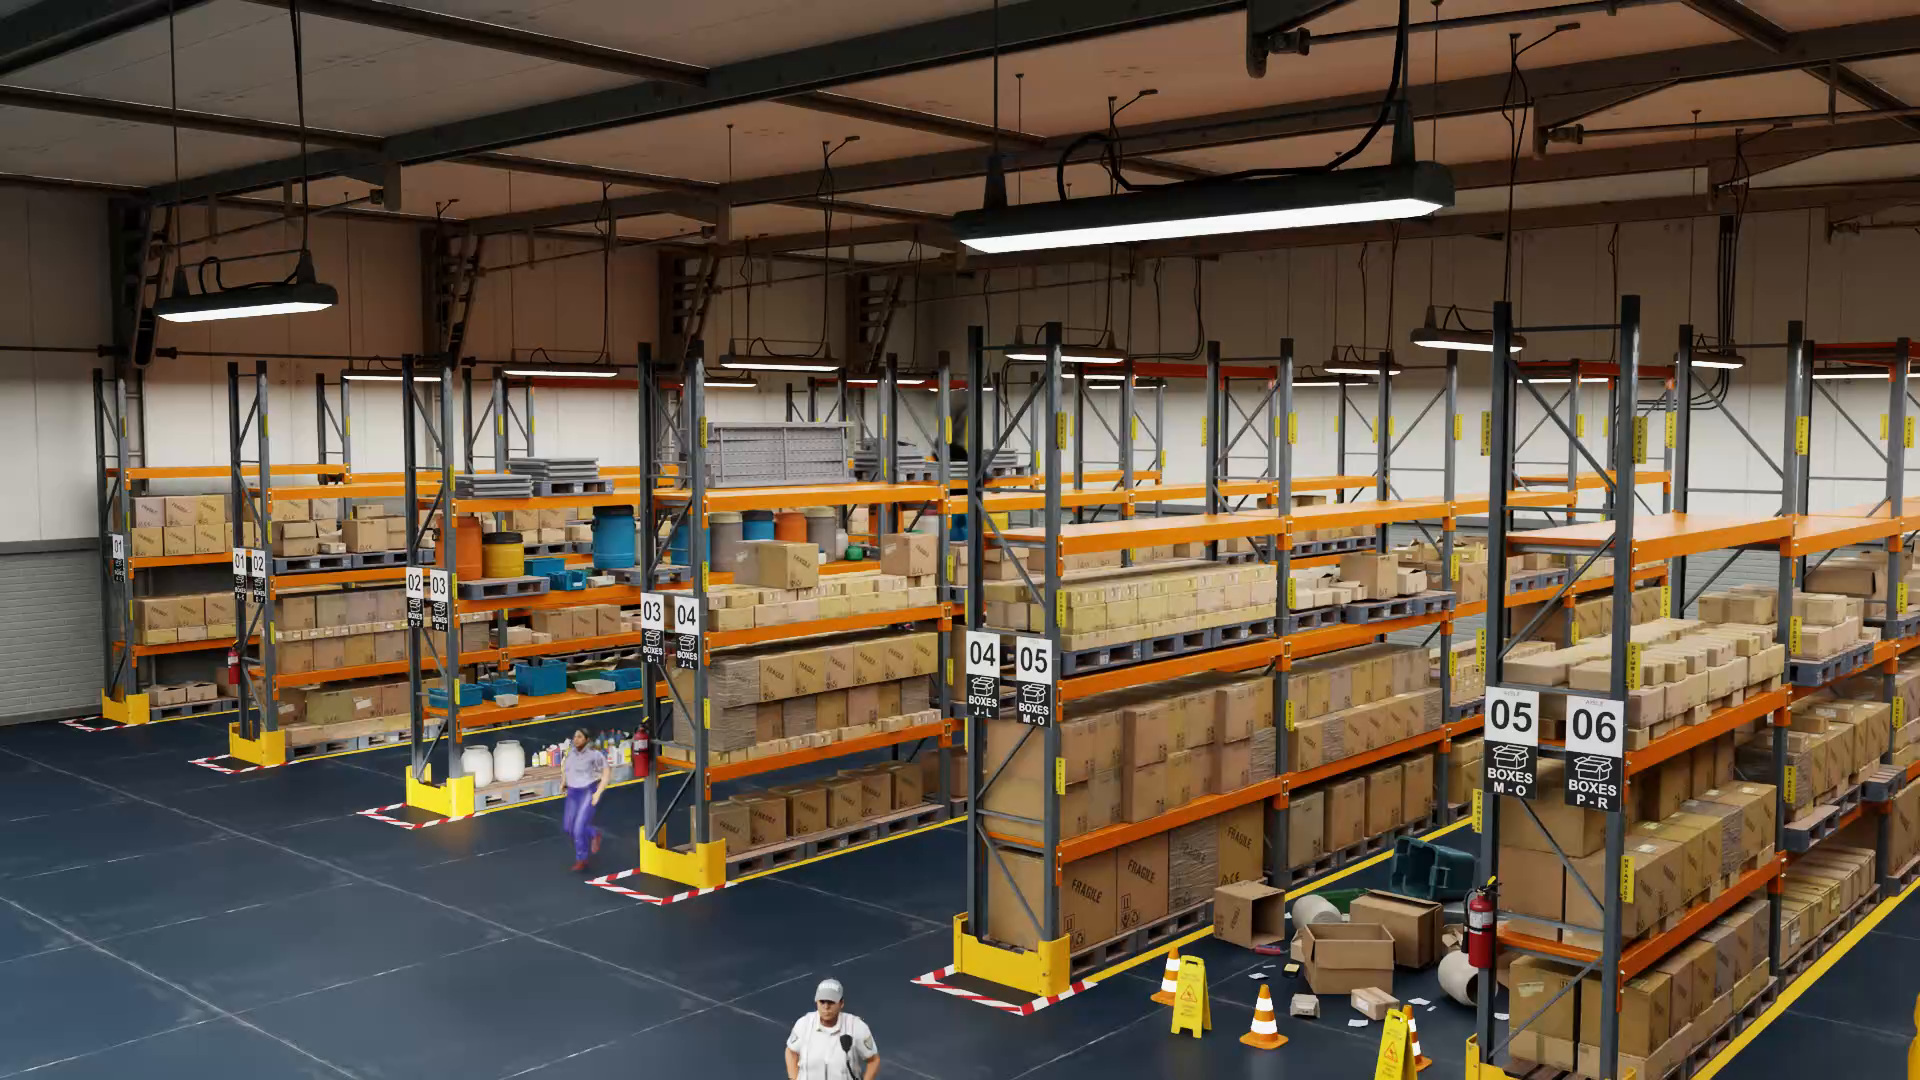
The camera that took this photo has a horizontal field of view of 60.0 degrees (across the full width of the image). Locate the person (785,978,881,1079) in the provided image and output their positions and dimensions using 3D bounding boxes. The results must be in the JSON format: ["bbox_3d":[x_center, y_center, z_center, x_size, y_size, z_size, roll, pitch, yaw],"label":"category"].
[{"bbox_3d":[-0.812,3.581,10.551,0.618,1.633,0.546,0,4,1],"label":"person"}]

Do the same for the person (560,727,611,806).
[{"bbox_3d":[-4.366,2.598,19.132,0.641,0.887,0.378,3,5,32],"label":"person"}]
